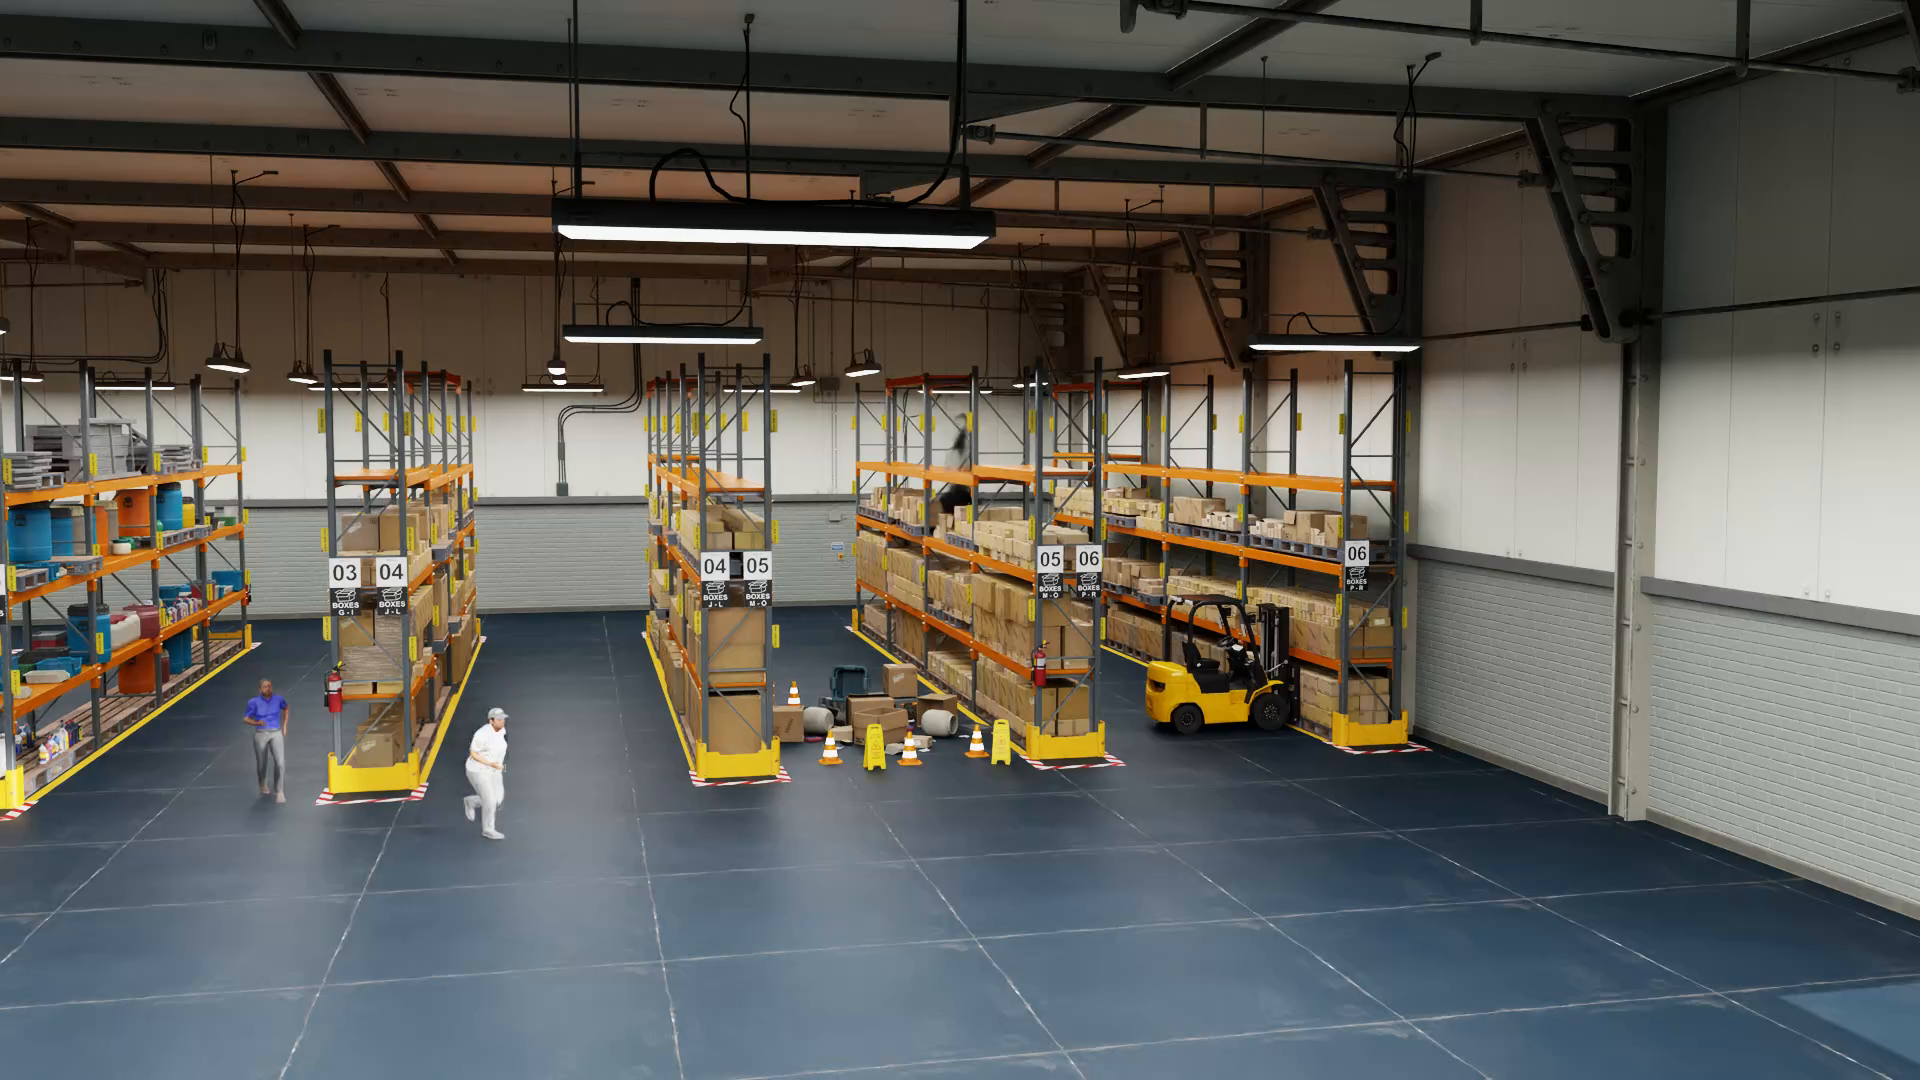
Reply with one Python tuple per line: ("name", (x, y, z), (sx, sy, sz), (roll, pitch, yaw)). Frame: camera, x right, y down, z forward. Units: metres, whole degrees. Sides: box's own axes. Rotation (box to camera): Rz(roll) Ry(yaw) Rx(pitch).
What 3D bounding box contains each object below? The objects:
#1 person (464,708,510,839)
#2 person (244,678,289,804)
("person", (-5.762, 2.818, 20.155), (0.759, 1.612, 0.572), (2, 5, 28))
("person", (-9.203, 2.661, 22.105), (0.590, 1.689, 0.774), (-2, 5, -29))
